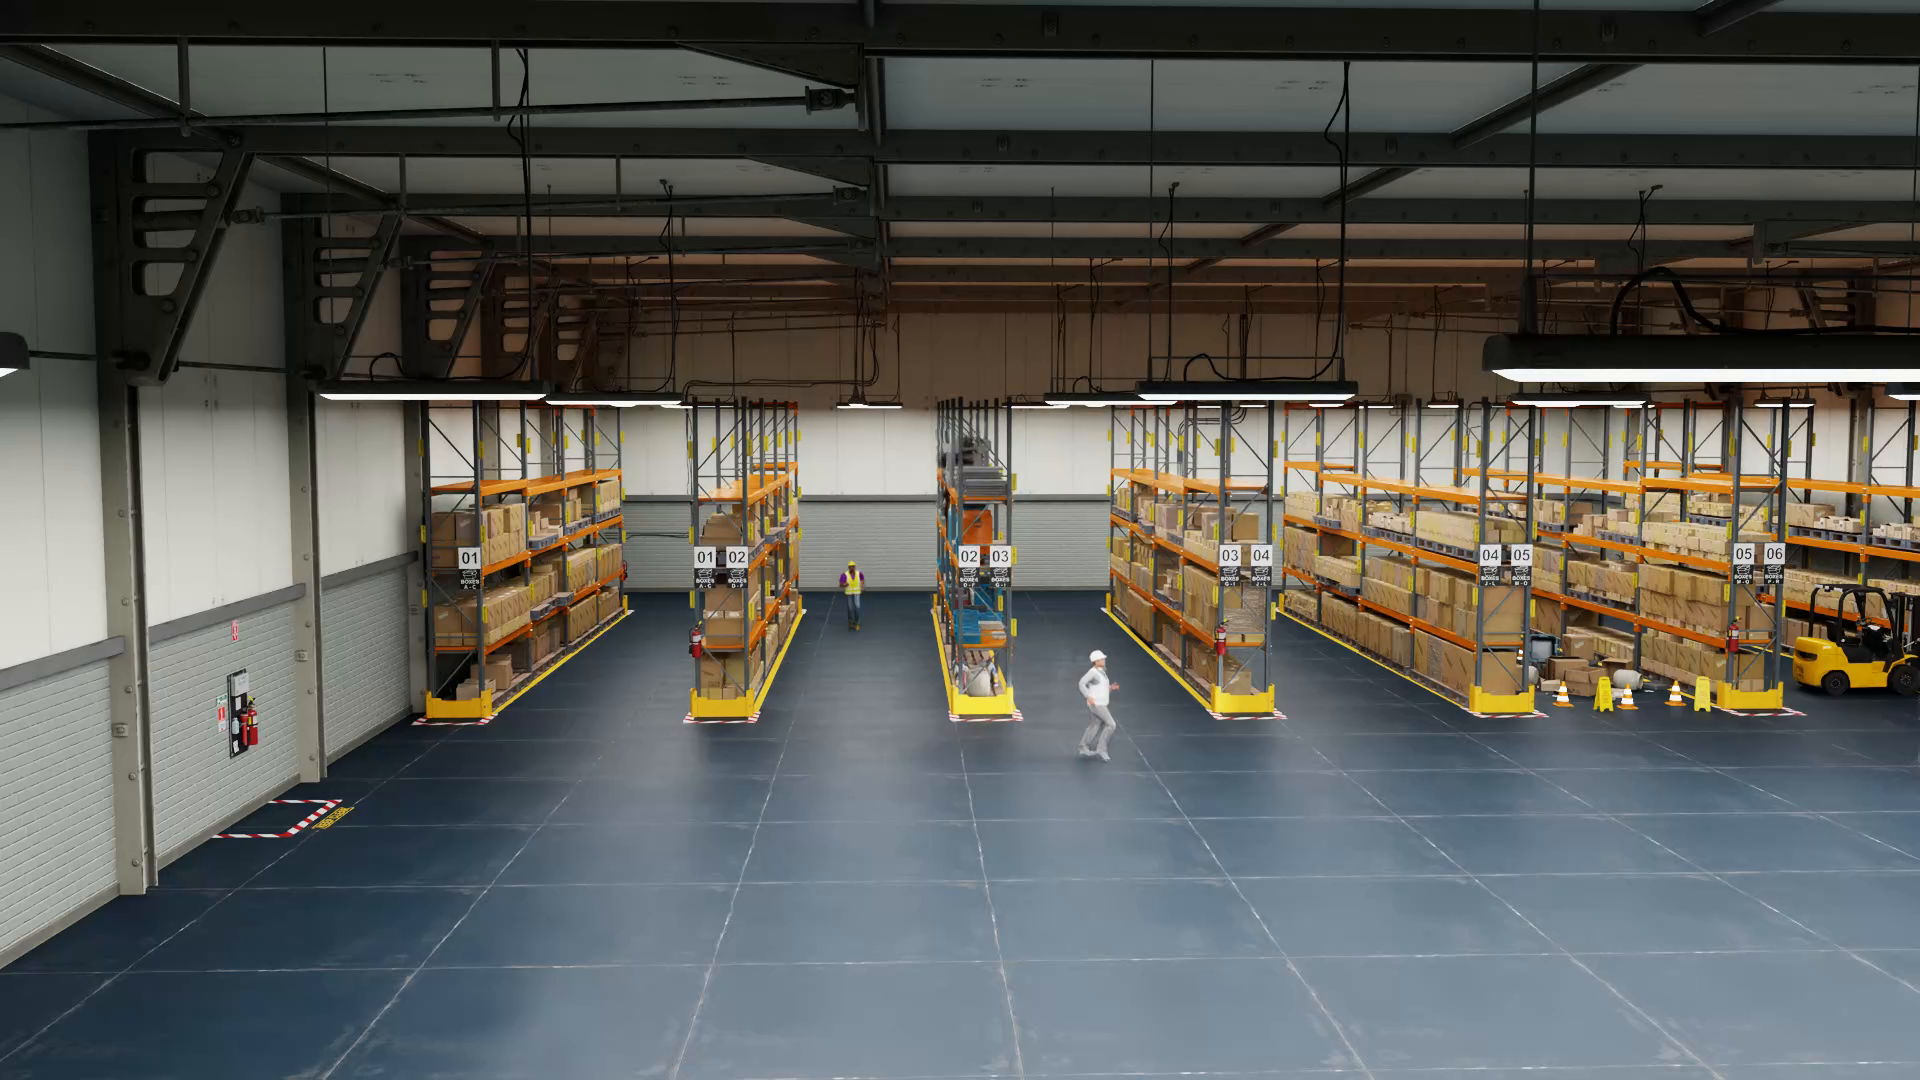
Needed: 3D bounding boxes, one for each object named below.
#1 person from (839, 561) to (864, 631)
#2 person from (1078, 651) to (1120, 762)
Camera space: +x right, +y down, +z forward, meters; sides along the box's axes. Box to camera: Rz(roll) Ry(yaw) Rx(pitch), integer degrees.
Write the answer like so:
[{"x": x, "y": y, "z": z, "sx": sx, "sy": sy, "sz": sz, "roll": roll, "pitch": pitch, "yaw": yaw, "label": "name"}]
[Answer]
[{"x": -2.837, "y": 1.466, "z": 43.784, "sx": 0.676, "sy": 1.830, "sz": 0.787, "roll": -1, "pitch": 4, "yaw": -8, "label": "person"}, {"x": 2.280, "y": 2.728, "z": 27.355, "sx": 0.699, "sy": 1.815, "sz": 0.638, "roll": 1, "pitch": 5, "yaw": 13, "label": "person"}]
